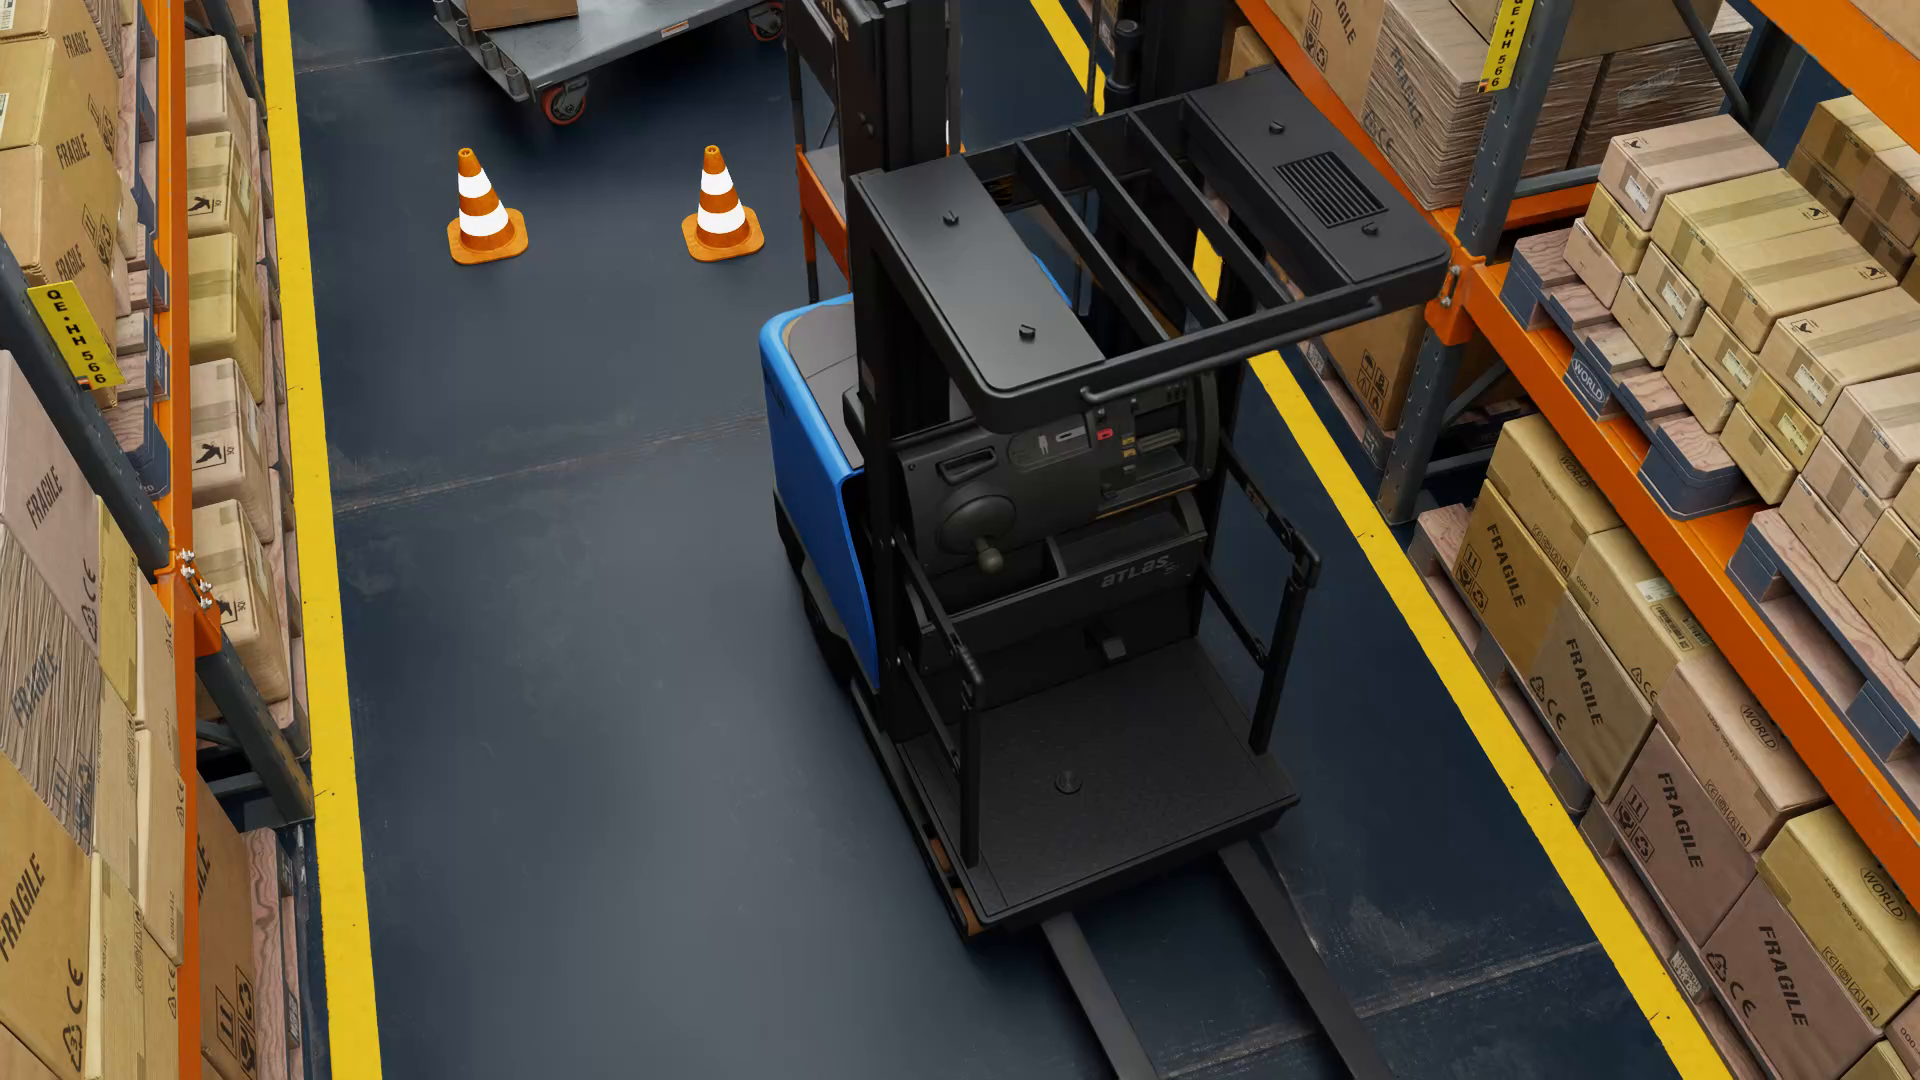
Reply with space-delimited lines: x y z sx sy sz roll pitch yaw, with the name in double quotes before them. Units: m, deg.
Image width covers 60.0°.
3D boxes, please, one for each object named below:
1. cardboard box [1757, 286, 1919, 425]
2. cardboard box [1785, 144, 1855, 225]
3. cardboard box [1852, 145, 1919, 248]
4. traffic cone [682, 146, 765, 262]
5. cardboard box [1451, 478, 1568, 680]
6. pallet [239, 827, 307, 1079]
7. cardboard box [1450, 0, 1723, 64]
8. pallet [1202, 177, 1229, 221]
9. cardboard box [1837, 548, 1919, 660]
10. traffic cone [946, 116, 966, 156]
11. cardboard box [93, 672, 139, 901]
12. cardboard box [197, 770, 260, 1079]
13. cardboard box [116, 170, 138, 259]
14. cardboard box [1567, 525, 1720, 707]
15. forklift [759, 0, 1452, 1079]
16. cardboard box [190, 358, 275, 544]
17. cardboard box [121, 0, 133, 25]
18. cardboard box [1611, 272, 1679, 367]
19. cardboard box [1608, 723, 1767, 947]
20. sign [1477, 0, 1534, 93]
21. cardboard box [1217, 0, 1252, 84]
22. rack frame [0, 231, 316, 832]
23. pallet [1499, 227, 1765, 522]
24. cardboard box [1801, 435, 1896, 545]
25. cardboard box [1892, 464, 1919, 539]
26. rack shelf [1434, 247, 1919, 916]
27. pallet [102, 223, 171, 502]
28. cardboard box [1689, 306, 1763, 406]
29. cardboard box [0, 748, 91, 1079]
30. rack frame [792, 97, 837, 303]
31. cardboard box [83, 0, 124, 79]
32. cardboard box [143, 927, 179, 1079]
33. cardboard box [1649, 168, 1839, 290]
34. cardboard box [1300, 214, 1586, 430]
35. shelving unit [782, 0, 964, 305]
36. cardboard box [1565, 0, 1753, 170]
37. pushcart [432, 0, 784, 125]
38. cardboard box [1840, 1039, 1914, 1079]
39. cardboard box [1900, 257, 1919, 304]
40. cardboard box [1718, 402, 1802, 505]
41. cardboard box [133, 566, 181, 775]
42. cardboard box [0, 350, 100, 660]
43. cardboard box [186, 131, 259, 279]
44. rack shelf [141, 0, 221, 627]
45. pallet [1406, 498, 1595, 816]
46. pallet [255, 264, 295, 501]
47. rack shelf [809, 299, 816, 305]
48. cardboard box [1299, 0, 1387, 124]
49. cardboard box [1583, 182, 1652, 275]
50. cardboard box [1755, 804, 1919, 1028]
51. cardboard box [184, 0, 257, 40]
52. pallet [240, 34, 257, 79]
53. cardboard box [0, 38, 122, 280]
"cardboard box" 2.262 -0.466 4.182 0.380 0.149 0.250 -15 52 -12
"cardboard box" 2.664 -1.063 4.880 0.380 0.149 0.250 -12 51 -10
"cardboard box" 2.738 -0.979 4.614 0.380 0.149 0.250 -14 51 -11
"traffic cone" -1.054 -1.507 7.218 0.336 0.463 0.334 -13 51 -11
"cardboard box" 2.048 0.074 5.586 0.500 0.500 0.500 -15 52 -13
"pallet" -2.455 1.514 4.836 1.003 0.211 1.213 -13 51 -11
"cardboard box" 1.959 -1.856 5.133 0.700 0.500 0.500 -14 51 -11
"pallet" 1.564 -1.754 7.591 1.003 0.211 1.213 -13 51 -11
"cardboard box" 2.416 0.115 4.081 0.380 0.149 0.250 -13 51 -10
"traffic cone" -0.146 -1.954 7.594 0.336 0.463 0.334 -13 51 -11
"cardboard box" -2.075 0.579 3.571 0.500 0.250 0.500 -14 51 -12
"cardboard box" -2.491 1.095 4.480 0.875 0.875 0.875 -14 51 -11
"cardboard box" -2.685 -0.942 4.972 0.380 0.149 0.250 -13 51 -11
"cardboard box" 2.205 0.186 5.001 0.500 0.250 0.500 -14 51 -11
"forklift" 0.374 -0.093 4.411 1.130 2.935 3.031 -18 52 -15
"cardboard box" -2.999 -0.218 5.916 0.950 0.372 0.625 -14 51 -12
"cardboard box" -3.095 -1.892 5.773 0.380 0.149 0.250 -13 51 -11
"cardboard box" 2.101 -0.657 4.732 0.380 0.149 0.250 -11 51 -9
"cardboard box" 2.357 0.814 4.962 0.500 0.500 0.500 -14 51 -12
"sign" 1.554 -1.416 4.725 0.100 0.325 0.005 -13 51 -11
"cardboard box" 1.451 -2.364 7.478 1.050 0.750 0.750 -13 51 -11
"rack frame" -2.616 0.022 4.269 1.000 3.000 0.127 -13 51 -11
"pallet" 2.395 -0.613 4.930 1.213 0.211 1.003 -13 51 -11
"cardboard box" 2.346 -0.165 4.122 0.380 0.149 0.250 -13 51 -11
"cardboard box" 2.425 -0.076 3.853 0.380 0.149 0.250 -12 51 -10
"rack shelf" 2.674 0.522 4.319 1.077 0.370 4.000 -13 51 -11
"pallet" -2.929 -0.413 4.761 1.213 0.211 1.003 -13 51 -11
"cardboard box" 2.198 -0.531 4.431 0.380 0.149 0.250 -15 51 -12
"cardboard box" -1.913 0.723 2.959 0.500 0.500 0.500 -13 51 -11
"rack frame" -0.379 -1.262 5.941 0.400 2.100 0.015 -18 52 -15
"cardboard box" -2.993 -1.755 5.233 0.500 0.500 0.500 -15 52 -12
"cardboard box" -1.919 1.122 3.440 0.500 0.250 0.500 -14 51 -11
"cardboard box" 2.116 -0.840 4.497 0.380 0.149 0.250 -15 51 -12
"cardboard box" 1.989 -1.046 6.367 1.050 0.750 0.750 -14 51 -11
"shelving unit" -0.282 -1.091 5.797 0.431 2.100 0.503 -18 52 -15
"cardboard box" 2.208 -1.592 5.565 0.500 0.500 0.500 -13 51 -11
"pushcart" -1.636 -2.606 8.200 1.648 0.377 0.936 -30 56 -23
"cardboard box" 2.655 1.562 4.331 0.500 0.500 0.500 -14 51 -12
"cardboard box" 2.825 -0.677 4.554 0.380 0.149 0.250 -12 51 -10
"cardboard box" 2.263 -0.263 4.400 0.380 0.149 0.250 -11 51 -9
"cardboard box" -2.218 0.381 4.065 0.500 0.250 0.500 -15 51 -12
"cardboard box" -2.213 -0.014 3.580 0.500 0.500 0.500 -15 51 -12
"cardboard box" -3.426 -1.281 6.812 0.950 0.372 0.625 -10 51 -9
"rack shelf" -3.207 -1.207 5.776 1.077 0.370 4.000 -13 51 -11
"pallet" 2.312 0.299 5.860 1.003 0.211 1.213 -13 51 -11
"pallet" -3.203 -0.540 6.567 1.003 0.211 1.213 -13 51 -11
"rack shelf" -0.282 -0.631 6.342 0.431 0.518 0.480 -18 52 -15
"cardboard box" 1.547 -1.836 5.771 0.500 0.500 0.500 -13 51 -11
"cardboard box" 2.034 -0.923 4.761 0.380 0.149 0.250 -11 51 -9
"cardboard box" 2.495 0.931 4.373 0.500 0.250 0.500 -15 52 -13
"cardboard box" -3.715 -2.640 8.038 0.500 0.250 0.500 -15 52 -13
"pallet" -4.031 -2.483 8.205 1.003 0.211 1.213 -13 51 -11
"cardboard box" -2.689 -1.001 4.598 0.500 0.500 0.500 -11 51 -9
